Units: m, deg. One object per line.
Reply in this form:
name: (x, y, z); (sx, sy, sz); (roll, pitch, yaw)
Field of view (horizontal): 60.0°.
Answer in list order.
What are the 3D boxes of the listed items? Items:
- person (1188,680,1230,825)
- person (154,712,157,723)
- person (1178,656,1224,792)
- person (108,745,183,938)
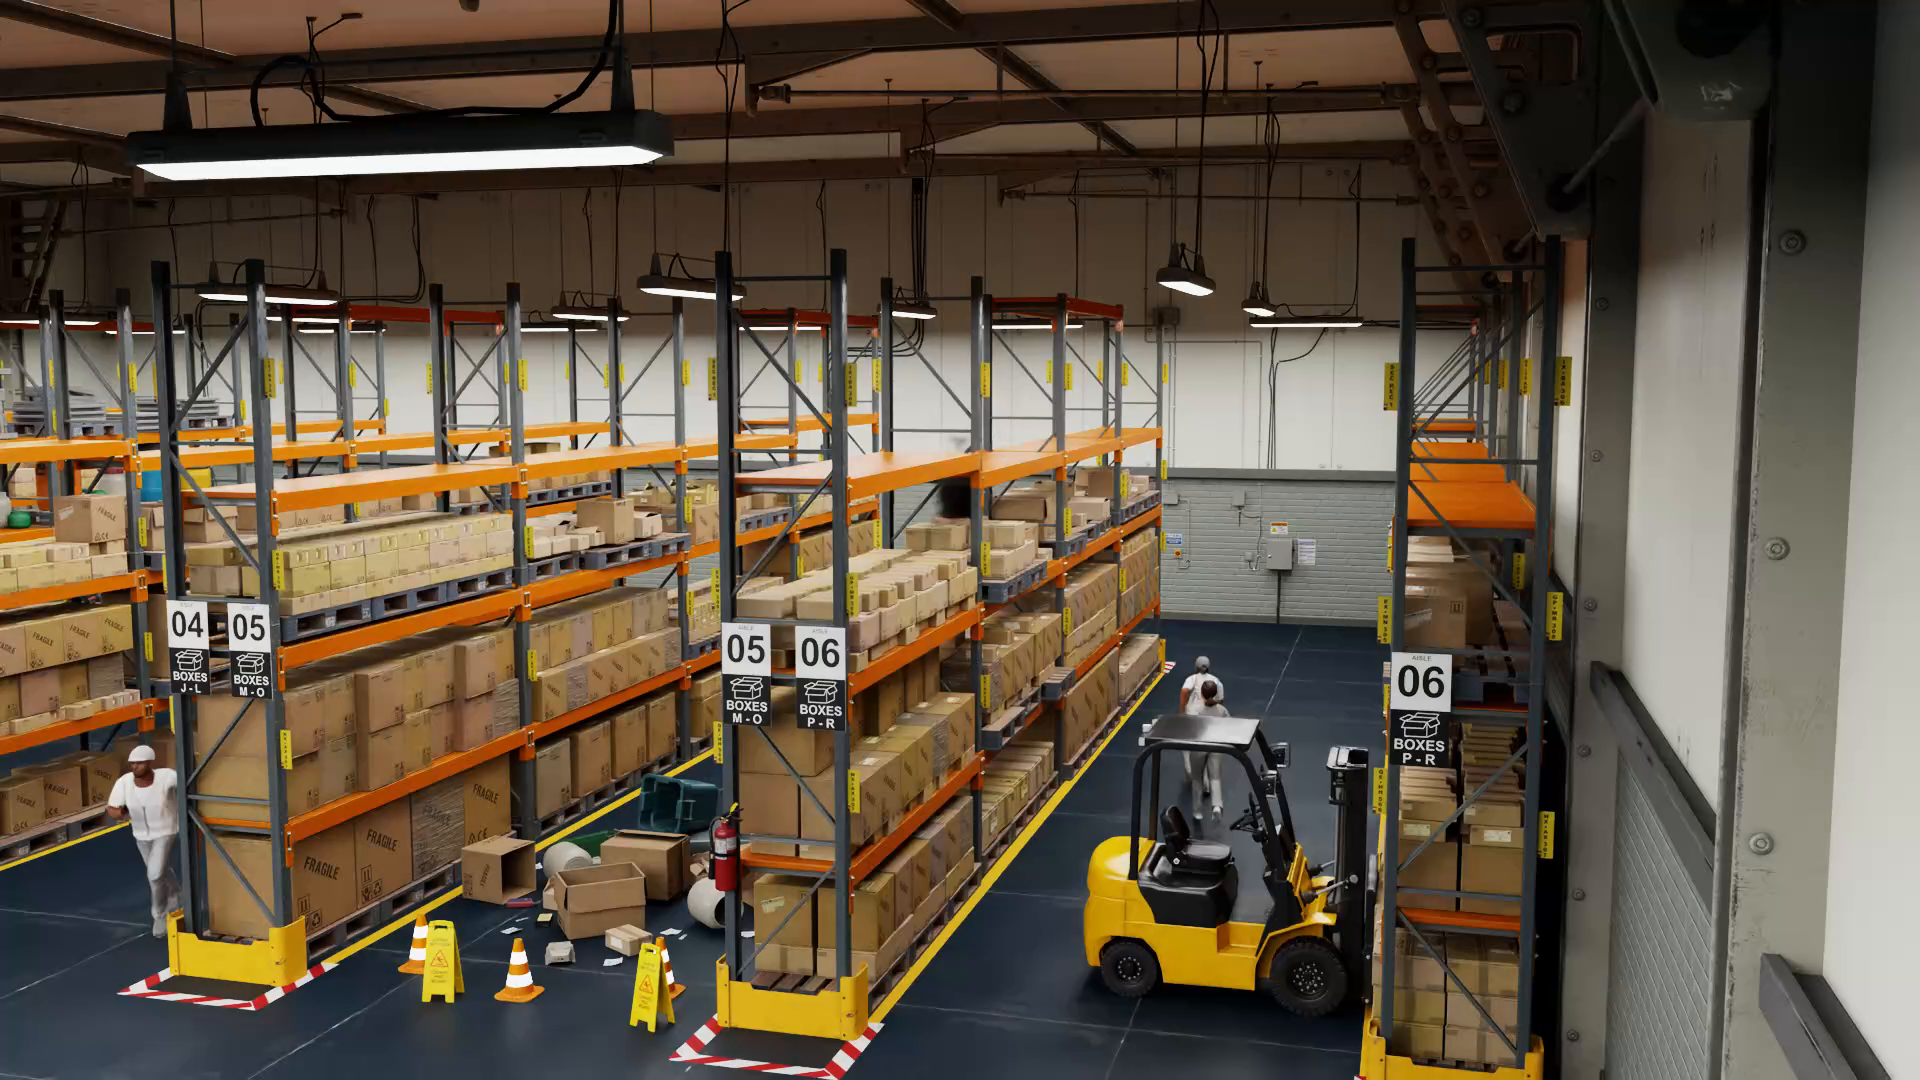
person: (2.749, 2.368, 18.550); (0.558, 1.642, 0.946); (0, 6, 0)
person: (-11.539, 1.847, 23.534); (0.687, 1.705, 0.755); (0, 6, 1)
person: (2.935, 2.238, 20.295); (0.599, 1.602, 0.912); (0, 6, 1)
person: (-7.367, 2.702, 15.218); (0.665, 1.740, 0.918); (1, 6, 5)
